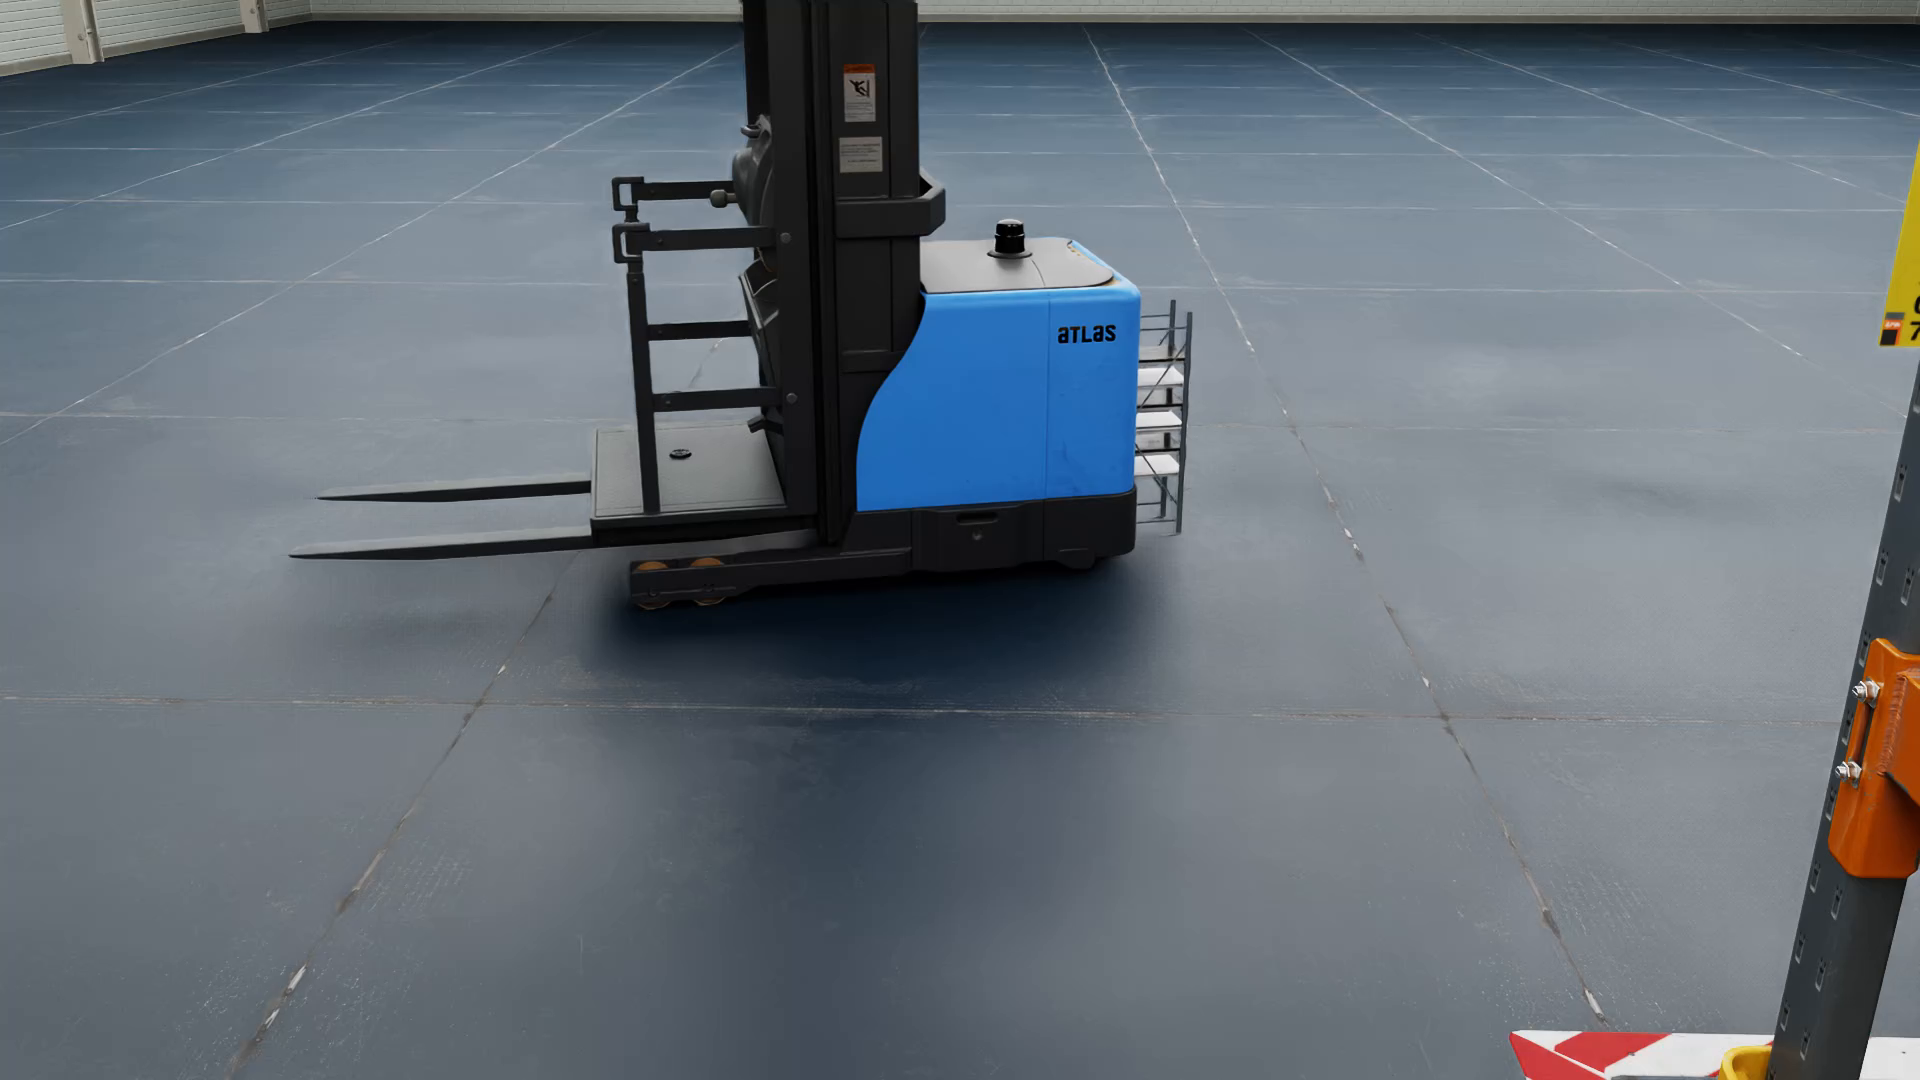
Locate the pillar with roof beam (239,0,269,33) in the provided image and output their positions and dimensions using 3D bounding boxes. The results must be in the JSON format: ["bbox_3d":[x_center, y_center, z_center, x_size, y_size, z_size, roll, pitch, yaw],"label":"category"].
[{"bbox_3d":[-8.690,-13.531,28.962,9.100,9.000,0.400,1,21,2],"label":"pillar with roof beam"}]

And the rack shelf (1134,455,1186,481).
[{"bbox_3d":[0.738,-0.270,6.569,0.258,0.077,0.200,-4,22,-10],"label":"rack shelf"}]

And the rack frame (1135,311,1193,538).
[{"bbox_3d":[0.758,-0.432,6.399,0.240,0.900,0.006,-4,22,-10],"label":"rack frame"}]

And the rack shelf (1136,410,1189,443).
[{"bbox_3d":[0.738,-0.438,6.504,0.258,0.077,0.200,-4,22,-10],"label":"rack shelf"}]

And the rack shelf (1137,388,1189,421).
[{"bbox_3d":[0.738,-0.521,6.472,0.258,0.077,0.200,-4,22,-10],"label":"rack shelf"}]

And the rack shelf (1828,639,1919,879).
[{"bbox_3d":[1.822,1.044,0.685,1.077,0.370,4.000,1,21,2],"label":"rack shelf"}]

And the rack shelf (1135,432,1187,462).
[{"bbox_3d":[0.738,-0.354,6.537,0.258,0.077,0.200,-4,22,-10],"label":"rack shelf"}]

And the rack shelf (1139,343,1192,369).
[{"bbox_3d":[0.738,-0.689,6.406,0.258,0.077,0.200,-4,22,-10],"label":"rack shelf"}]

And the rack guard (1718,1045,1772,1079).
[{"bbox_3d":[1.881,1.179,2.800,1.175,0.500,0.348,1,21,2],"label":"rack guard"}]

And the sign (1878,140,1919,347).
[{"bbox_3d":[1.341,-0.424,2.278,0.100,0.325,0.005,1,21,2],"label":"sign"}]

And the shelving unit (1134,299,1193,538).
[{"bbox_3d":[0.738,-0.469,6.492,0.258,0.900,0.210,-4,22,-10],"label":"shelving unit"}]

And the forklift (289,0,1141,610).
[{"bbox_3d":[-0.909,-1.328,5.899,3.031,2.935,1.130,-4,22,-10],"label":"forklift"}]

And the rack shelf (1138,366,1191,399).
[{"bbox_3d":[0.738,-0.605,6.439,0.258,0.077,0.200,-4,22,-10],"label":"rack shelf"}]

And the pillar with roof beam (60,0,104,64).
[{"bbox_3d":[-8.873,-11.362,23.371,9.100,9.000,0.400,1,21,2],"label":"pillar with roof beam"}]

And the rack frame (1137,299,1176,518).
[{"bbox_3d":[0.718,-0.505,6.585,0.240,0.900,0.006,-4,22,-10],"label":"rack frame"}]
